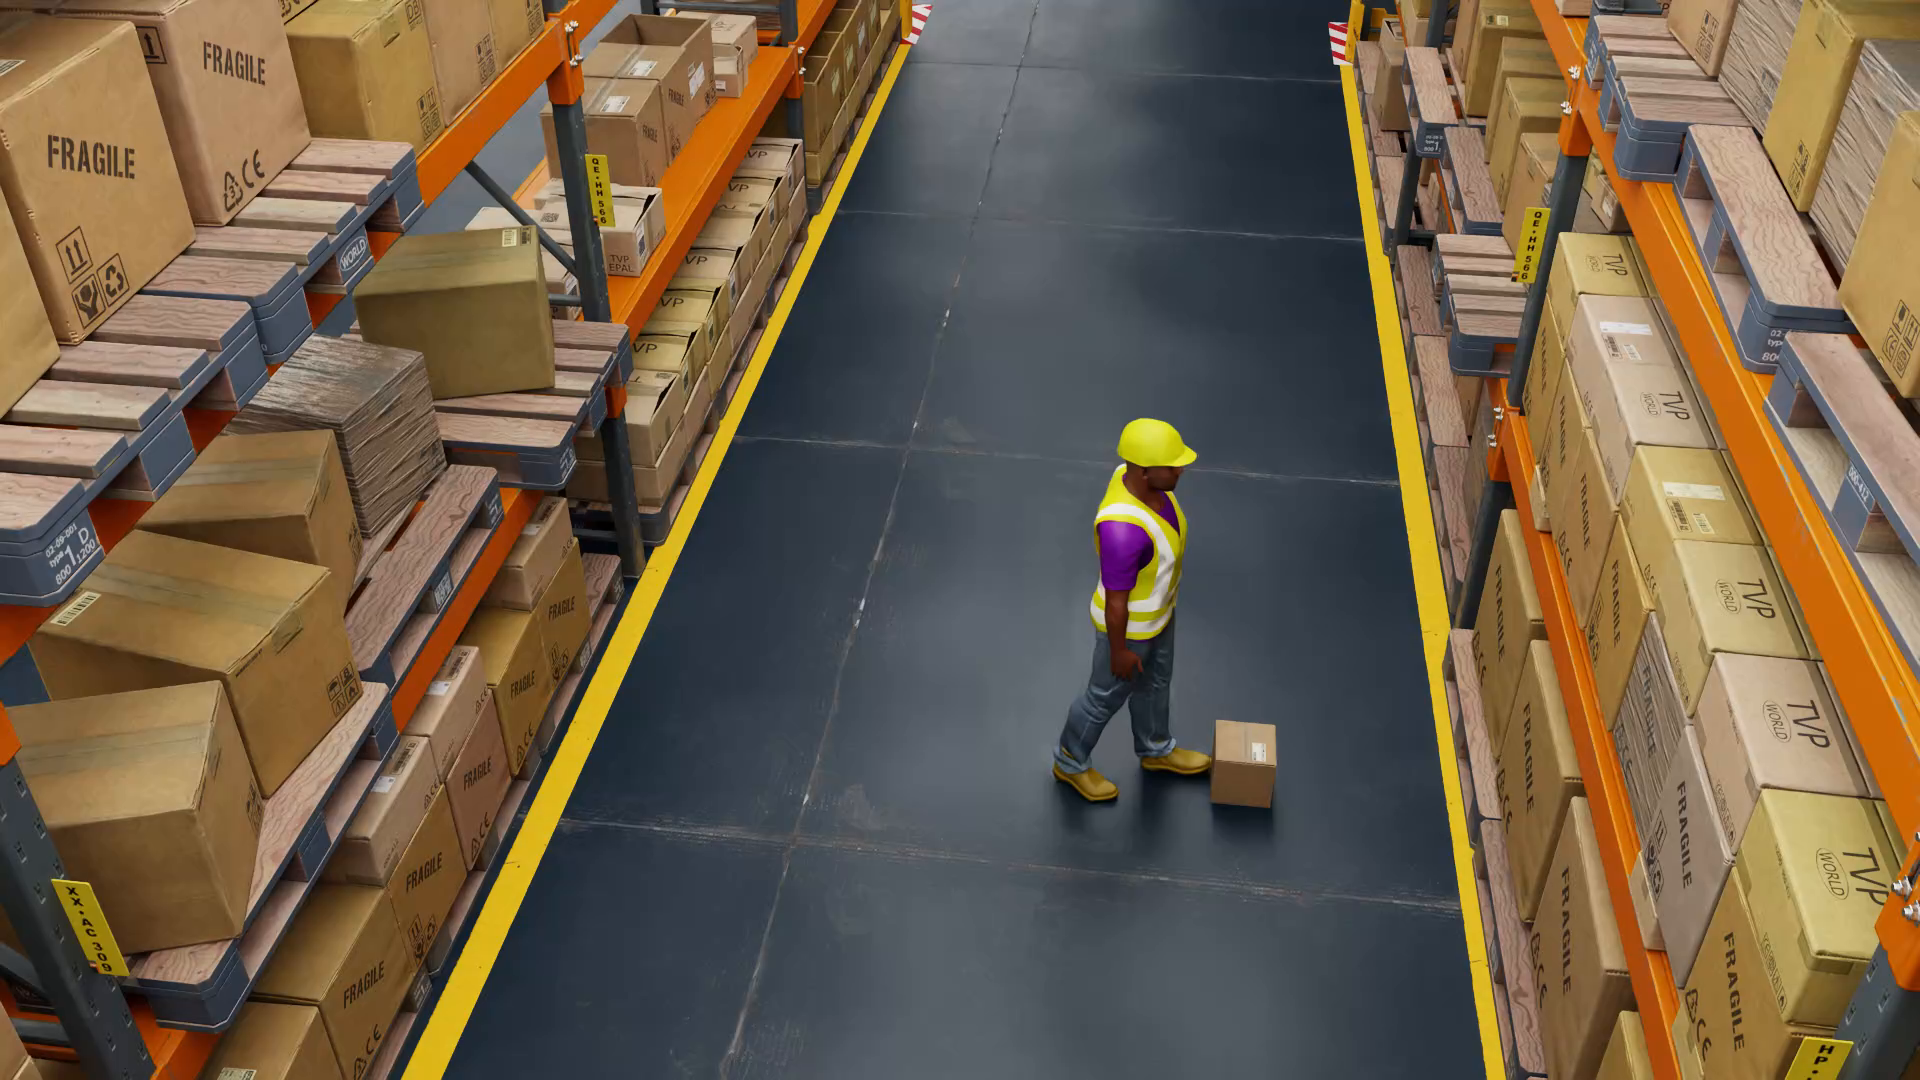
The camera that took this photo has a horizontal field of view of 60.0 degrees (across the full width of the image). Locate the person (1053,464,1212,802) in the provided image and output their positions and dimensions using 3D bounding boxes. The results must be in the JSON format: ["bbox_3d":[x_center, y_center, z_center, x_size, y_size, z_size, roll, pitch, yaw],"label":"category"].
[{"bbox_3d":[-7.323,-3.606,10.777,19.672,3.192,5.503,12,38,16],"label":"person"}]
